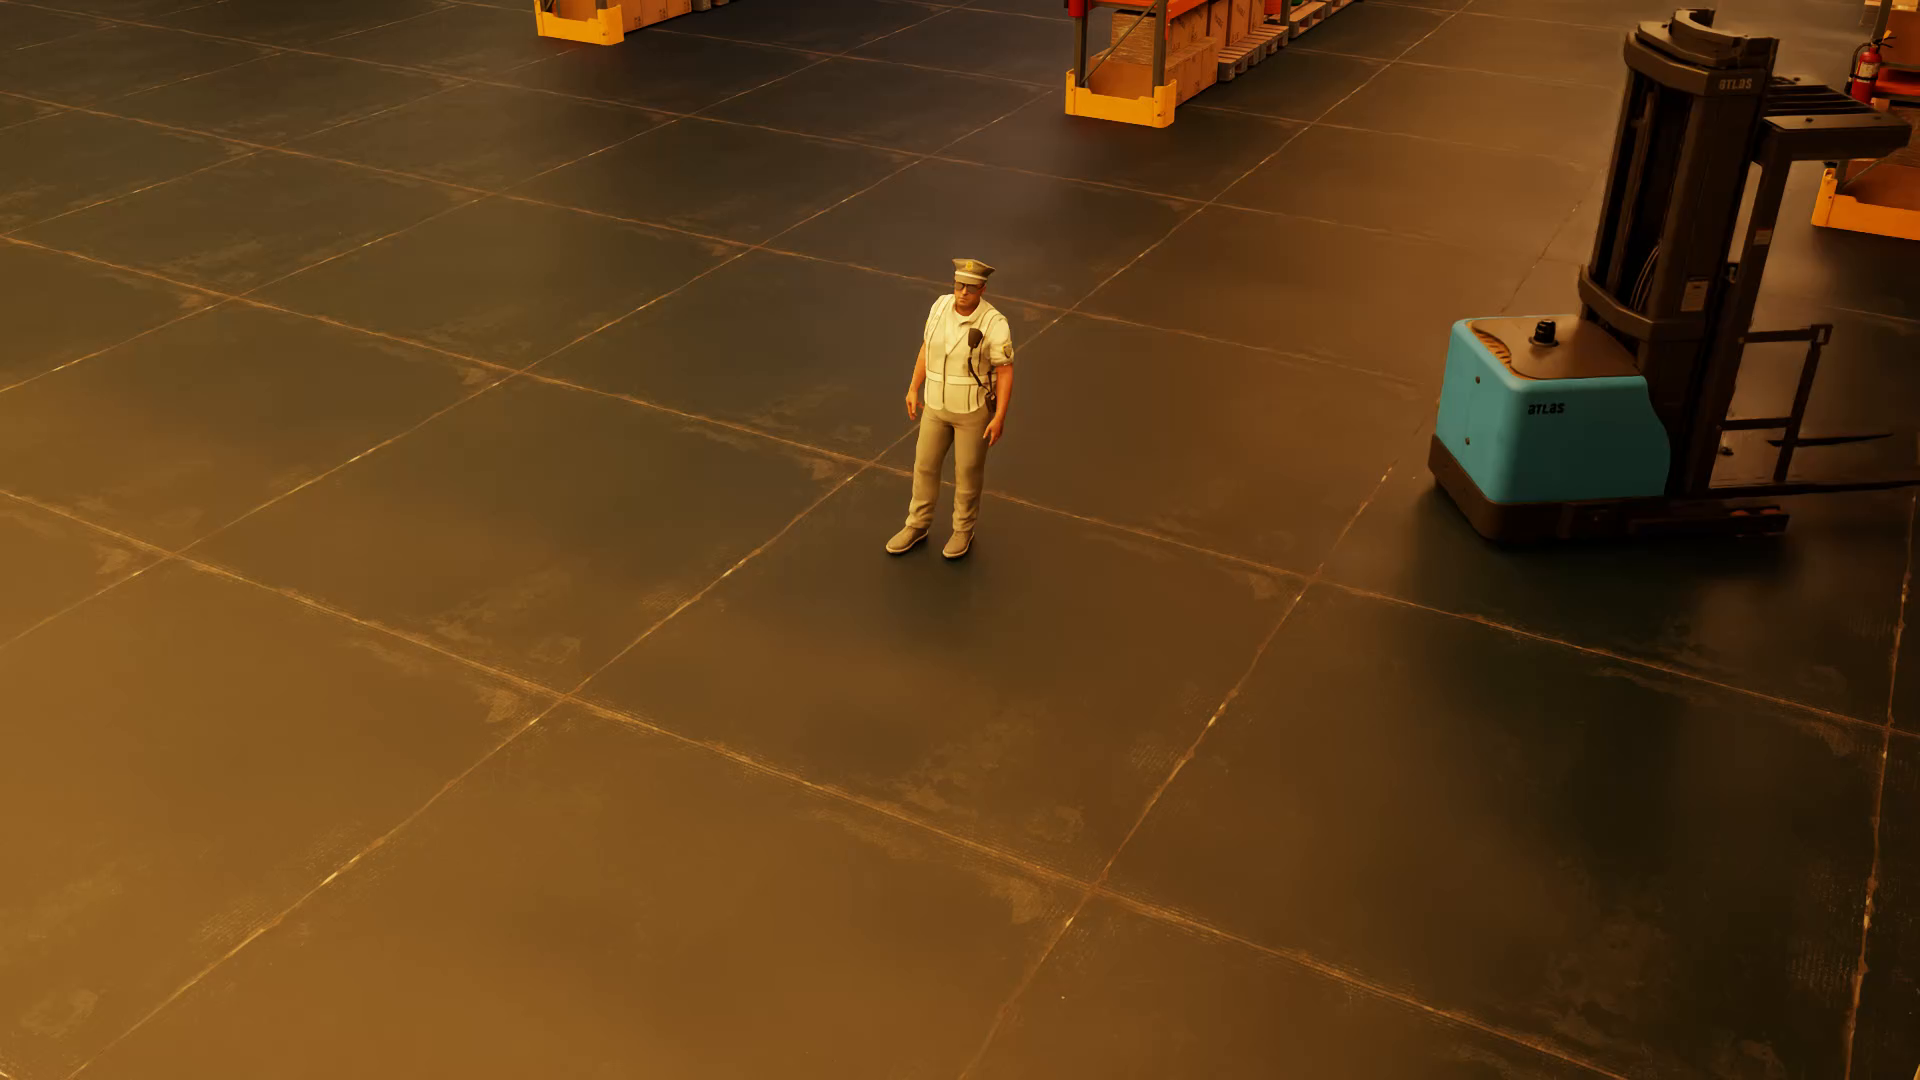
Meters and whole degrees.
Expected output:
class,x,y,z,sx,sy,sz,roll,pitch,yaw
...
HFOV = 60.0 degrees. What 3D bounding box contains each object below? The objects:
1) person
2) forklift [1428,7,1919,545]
class,x,y,z,sx,sy,sz,roll,pitch,yaw
person,-0.048,-0.747,9.500,0.640,1.781,0.575,15,33,25
forklift,4.556,-1.542,9.743,3.031,2.935,1.130,-3,30,-5
